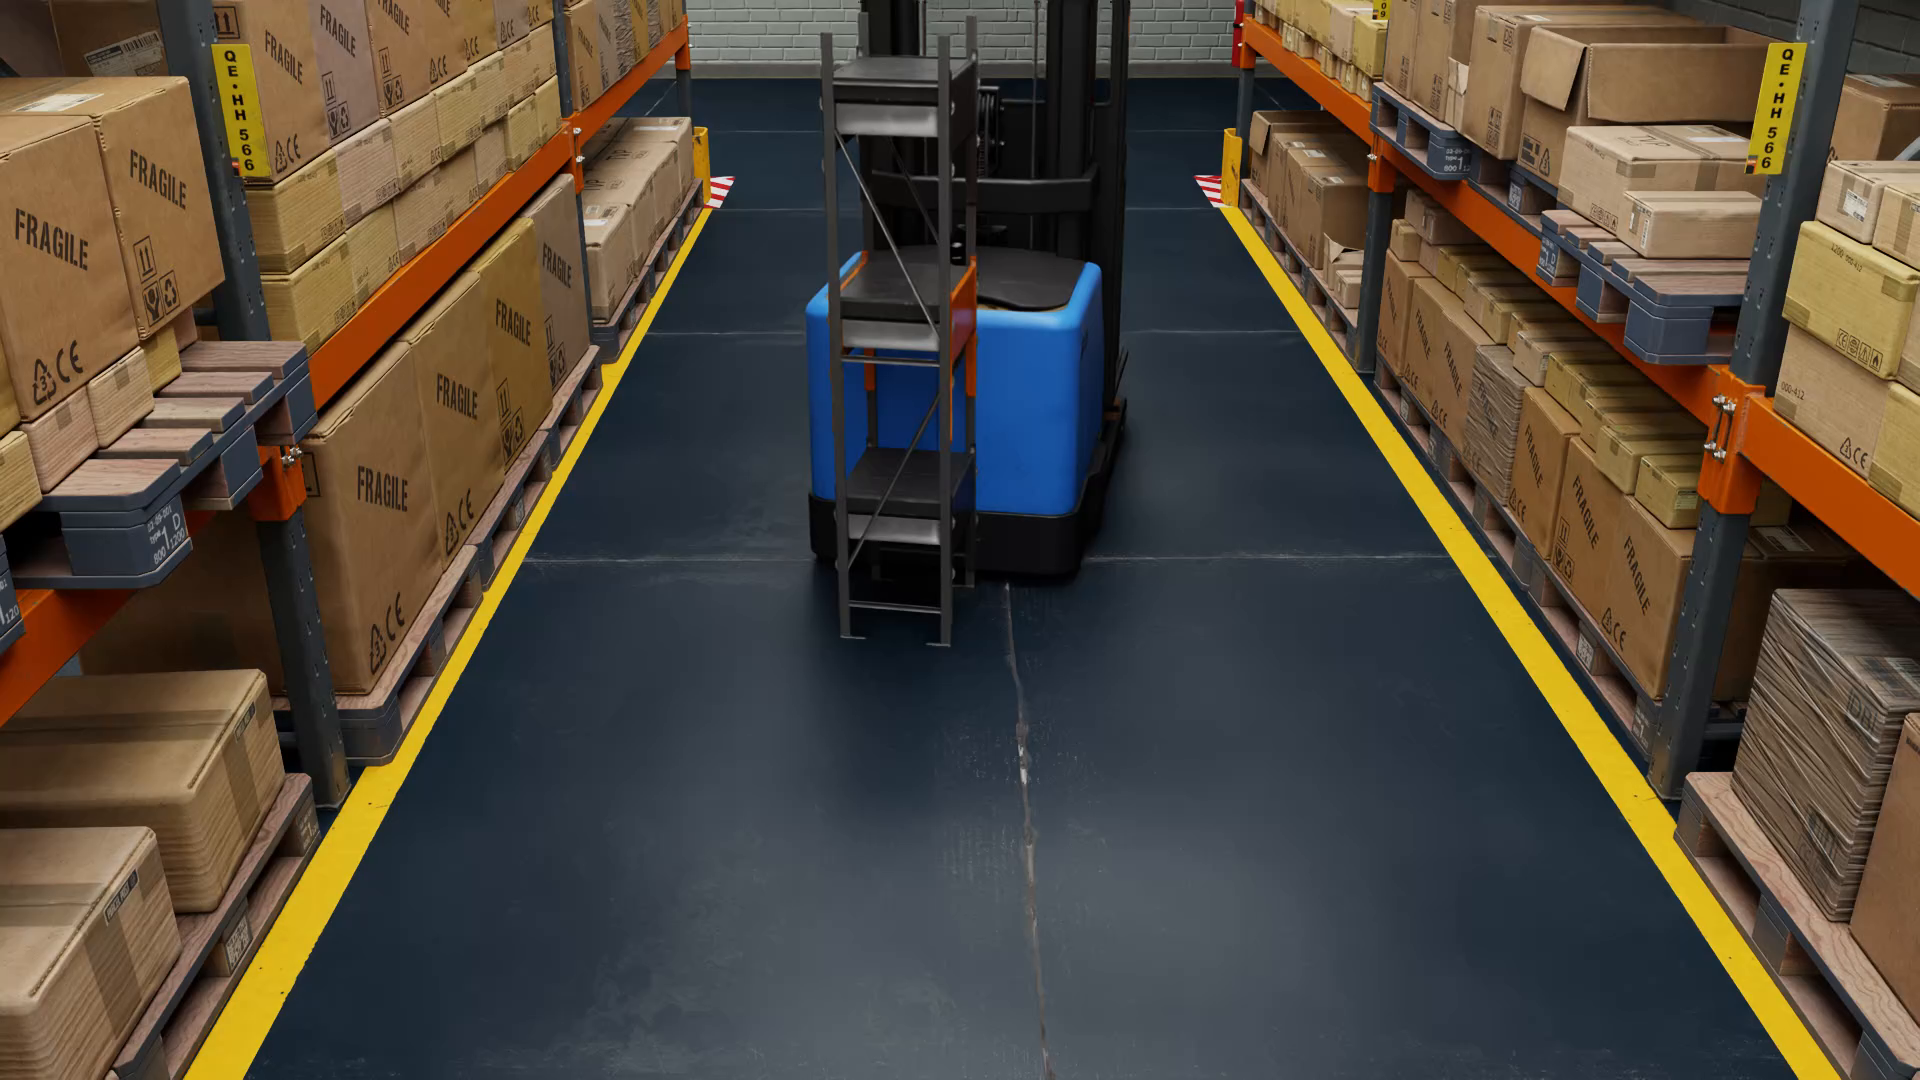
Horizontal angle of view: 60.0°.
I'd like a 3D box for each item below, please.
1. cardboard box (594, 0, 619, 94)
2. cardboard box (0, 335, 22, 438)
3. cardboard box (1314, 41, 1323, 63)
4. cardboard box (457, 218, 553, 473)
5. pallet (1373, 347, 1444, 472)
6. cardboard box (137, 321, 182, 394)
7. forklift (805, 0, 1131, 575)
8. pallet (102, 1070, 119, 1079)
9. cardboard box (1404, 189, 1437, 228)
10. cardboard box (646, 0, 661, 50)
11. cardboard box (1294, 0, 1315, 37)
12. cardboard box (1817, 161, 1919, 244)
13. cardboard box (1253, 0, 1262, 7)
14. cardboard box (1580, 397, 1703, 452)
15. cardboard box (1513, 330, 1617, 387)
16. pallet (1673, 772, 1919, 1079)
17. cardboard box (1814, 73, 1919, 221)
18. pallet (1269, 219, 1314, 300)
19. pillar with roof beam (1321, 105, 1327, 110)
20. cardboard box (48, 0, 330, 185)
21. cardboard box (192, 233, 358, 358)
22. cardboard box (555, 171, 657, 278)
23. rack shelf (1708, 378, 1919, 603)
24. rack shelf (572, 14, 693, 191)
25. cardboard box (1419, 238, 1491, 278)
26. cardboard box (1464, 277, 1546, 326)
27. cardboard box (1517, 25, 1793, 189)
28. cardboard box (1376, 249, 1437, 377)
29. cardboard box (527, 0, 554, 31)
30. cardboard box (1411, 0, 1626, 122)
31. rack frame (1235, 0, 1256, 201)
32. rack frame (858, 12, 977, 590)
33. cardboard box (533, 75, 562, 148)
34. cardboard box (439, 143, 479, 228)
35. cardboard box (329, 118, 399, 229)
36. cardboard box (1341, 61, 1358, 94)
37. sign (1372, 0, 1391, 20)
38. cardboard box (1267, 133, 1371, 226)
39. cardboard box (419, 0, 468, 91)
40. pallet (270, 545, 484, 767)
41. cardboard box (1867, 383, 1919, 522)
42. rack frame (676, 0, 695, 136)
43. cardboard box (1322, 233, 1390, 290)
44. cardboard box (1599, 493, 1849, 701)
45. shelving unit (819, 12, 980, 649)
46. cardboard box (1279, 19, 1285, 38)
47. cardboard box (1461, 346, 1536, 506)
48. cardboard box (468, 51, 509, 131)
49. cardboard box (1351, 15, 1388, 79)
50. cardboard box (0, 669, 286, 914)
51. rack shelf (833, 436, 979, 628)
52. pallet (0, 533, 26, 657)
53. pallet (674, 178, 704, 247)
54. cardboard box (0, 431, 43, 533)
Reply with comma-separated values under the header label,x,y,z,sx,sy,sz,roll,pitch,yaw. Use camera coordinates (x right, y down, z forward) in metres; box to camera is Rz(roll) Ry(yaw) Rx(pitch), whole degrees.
label,x,y,z,sx,sy,sz,roll,pitch,yaw
cardboard box,-2.142,-2.676,8.906,0.500,0.500,0.500,0,24,0
cardboard box,-2.047,-0.346,2.883,0.500,0.500,0.500,-2,24,-4
cardboard box,2.311,-2.904,9.836,0.380,0.149,0.250,0,24,-1
cardboard box,-2.293,-0.825,7.002,0.875,0.875,0.875,0,24,1
pallet,2.613,-0.647,7.924,1.003,0.211,1.213,0,24,-1
cardboard box,-2.039,-0.413,3.818,0.380,0.149,0.250,0,24,0
forklift,0.186,-1.783,7.135,1.130,2.935,3.031,4,25,9
pallet,-2.336,1.514,3.147,1.003,0.211,1.213,0,24,-1
cardboard box,2.365,-1.587,7.995,0.380,0.149,0.250,-1,24,-1
cardboard box,-2.165,-3.306,10.298,0.500,0.500,0.500,0,24,1
cardboard box,2.299,-3.152,9.901,0.500,0.250,0.500,-1,24,-2
cardboard box,2.319,-0.813,3.998,0.380,0.149,0.250,0,24,1
cardboard box,2.258,-3.780,11.288,0.500,0.250,0.500,0,24,0
cardboard box,2.358,-0.376,5.677,0.380,0.149,0.250,-1,24,-2
cardboard box,2.365,-0.701,6.397,0.380,0.149,0.250,-1,24,-3
pallet,2.580,1.006,4.270,1.003,0.211,1.213,0,24,-1
cardboard box,2.760,-1.054,4.809,0.500,0.500,0.500,1,24,2
pallet,2.543,-1.769,10.405,1.003,0.211,1.213,0,24,-1
pillar with roof beam,-0.910,-7.730,12.921,9.100,9.000,0.400,0,24,-1
cardboard box,-2.114,-1.286,4.618,0.500,0.500,0.500,-1,24,-2
cardboard box,-2.107,-0.715,4.872,0.500,0.250,0.500,-1,24,-1
cardboard box,-2.307,-1.881,9.868,0.875,0.438,0.875,-1,24,-2
rack shelf,2.632,0.548,2.772,1.077,0.370,4.000,0,24,-1
rack shelf,-2.419,-2.725,10.008,1.077,0.370,4.000,0,24,-1
cardboard box,2.384,-1.338,7.804,0.380,0.149,0.250,-1,24,-2
cardboard box,2.381,-1.016,7.093,0.380,0.149,0.250,0,24,-1
cardboard box,2.407,-1.514,5.823,0.797,0.503,0.637,-1,24,-2
cardboard box,2.346,-1.104,8.076,0.500,0.500,0.500,1,24,2
cardboard box,-2.141,-2.547,7.406,0.500,0.500,0.500,1,24,1
cardboard box,2.353,-2.076,7.068,0.700,0.500,0.500,0,24,0
rack frame,2.523,-3.901,11.735,1.000,3.000,0.127,0,24,-1
rack frame,-0.142,-0.785,5.938,0.400,2.100,0.015,4,25,9
cardboard box,-2.140,-1.977,7.662,0.500,0.250,0.500,-1,24,-2
cardboard box,-2.139,-1.346,6.268,0.500,0.250,0.500,0,24,-1
cardboard box,-2.117,-1.163,5.256,0.500,0.250,0.500,0,24,1
cardboard box,2.259,-2.482,8.904,0.380,0.149,0.250,0,24,1
sign,2.024,-2.641,7.899,0.100,0.325,0.005,0,24,-1
cardboard box,2.405,-2.348,10.826,0.700,0.500,0.500,1,24,2
cardboard box,-2.122,-1.911,6.001,0.500,0.500,0.500,0,24,0
pallet,-2.287,0.365,5.687,1.003,0.211,1.213,0,24,-1
cardboard box,2.371,-0.145,3.612,0.500,0.250,0.500,-1,24,-2
rack frame,-2.441,-3.877,11.682,1.000,3.000,0.127,0,24,-1
cardboard box,2.262,-1.573,9.397,0.396,0.266,0.258,1,24,1
cardboard box,2.390,0.170,5.258,0.500,0.500,0.500,0,24,1
shelving unit,-0.186,-0.686,5.719,0.431,2.100,0.503,4,25,9
cardboard box,2.280,-3.332,10.783,0.380,0.149,0.250,0,24,1
cardboard box,2.363,-0.466,6.663,0.500,0.500,0.500,-1,24,-2
cardboard box,-2.125,-1.788,6.639,0.500,0.250,0.500,0,24,1
cardboard box,2.317,-2.528,8.521,0.500,0.250,0.500,0,24,1
cardboard box,-2.357,0.659,4.333,0.950,0.372,0.625,-2,24,-4
rack shelf,-0.186,-0.036,6.013,0.431,0.518,0.480,4,25,9
pallet,-2.291,0.323,2.629,1.003,0.211,1.213,0,24,-1
pallet,-2.354,-2.277,11.529,1.003,0.211,1.213,0,24,-1
cardboard box,-1.980,-0.092,3.109,0.380,0.149,0.250,0,24,0
